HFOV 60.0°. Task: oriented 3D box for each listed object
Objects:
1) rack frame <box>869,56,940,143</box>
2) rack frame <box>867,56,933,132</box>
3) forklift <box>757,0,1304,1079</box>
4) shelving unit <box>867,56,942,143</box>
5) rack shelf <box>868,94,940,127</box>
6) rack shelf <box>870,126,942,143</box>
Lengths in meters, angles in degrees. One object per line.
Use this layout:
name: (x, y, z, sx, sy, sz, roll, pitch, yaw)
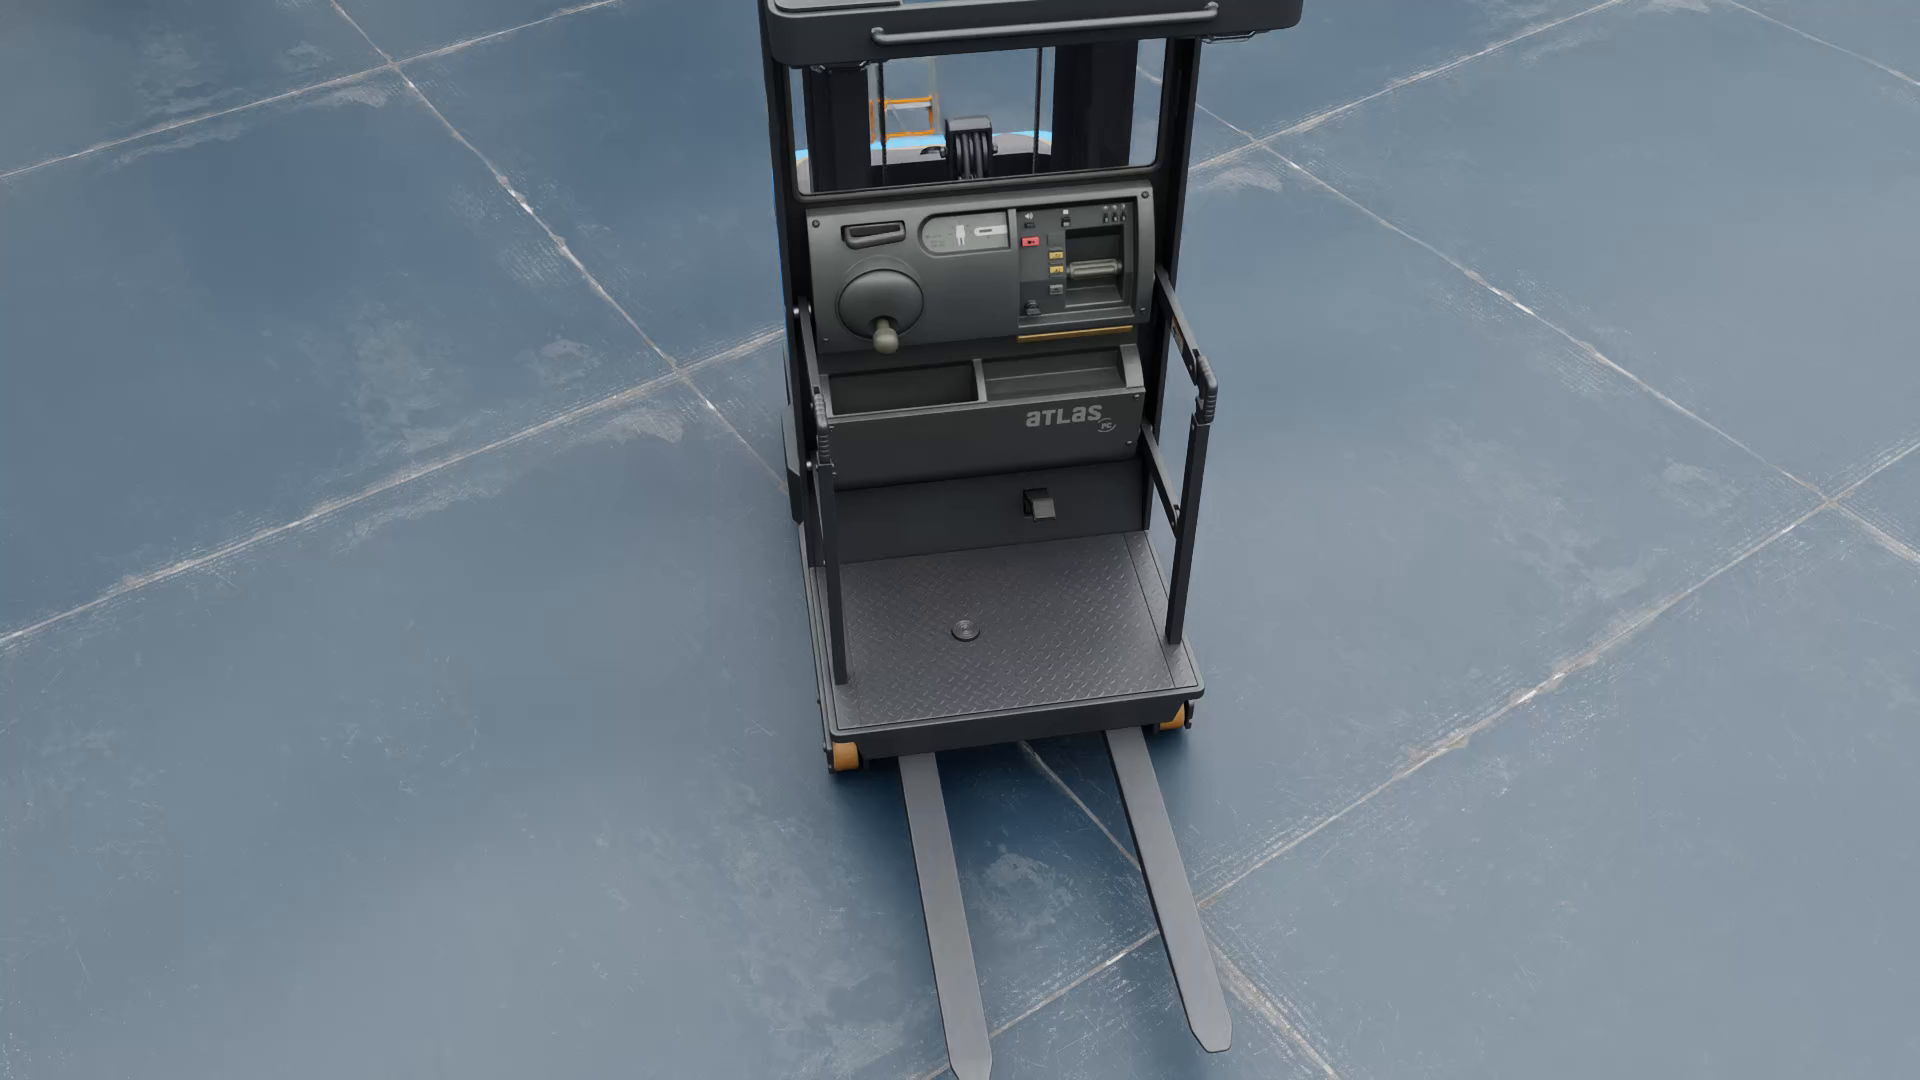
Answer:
rack frame: (-0.179, -1.275, 6.190, 0.240, 1.200, 0.006, -6, 15, -6)
rack frame: (-0.202, -1.320, 6.366, 0.240, 1.200, 0.006, -6, 15, -6)
forklift: (0.099, -0.636, 4.294, 1.130, 2.935, 3.031, -6, 44, -7)
shelving unit: (-0.191, -1.298, 6.278, 0.258, 1.200, 0.189, -6, 15, -6)
rack shelf: (-0.213, -1.601, 6.196, 0.258, 0.103, 0.180, -6, 15, -6)
rack shelf: (-0.205, -1.486, 6.227, 0.258, 0.103, 0.180, -6, 15, -6)
